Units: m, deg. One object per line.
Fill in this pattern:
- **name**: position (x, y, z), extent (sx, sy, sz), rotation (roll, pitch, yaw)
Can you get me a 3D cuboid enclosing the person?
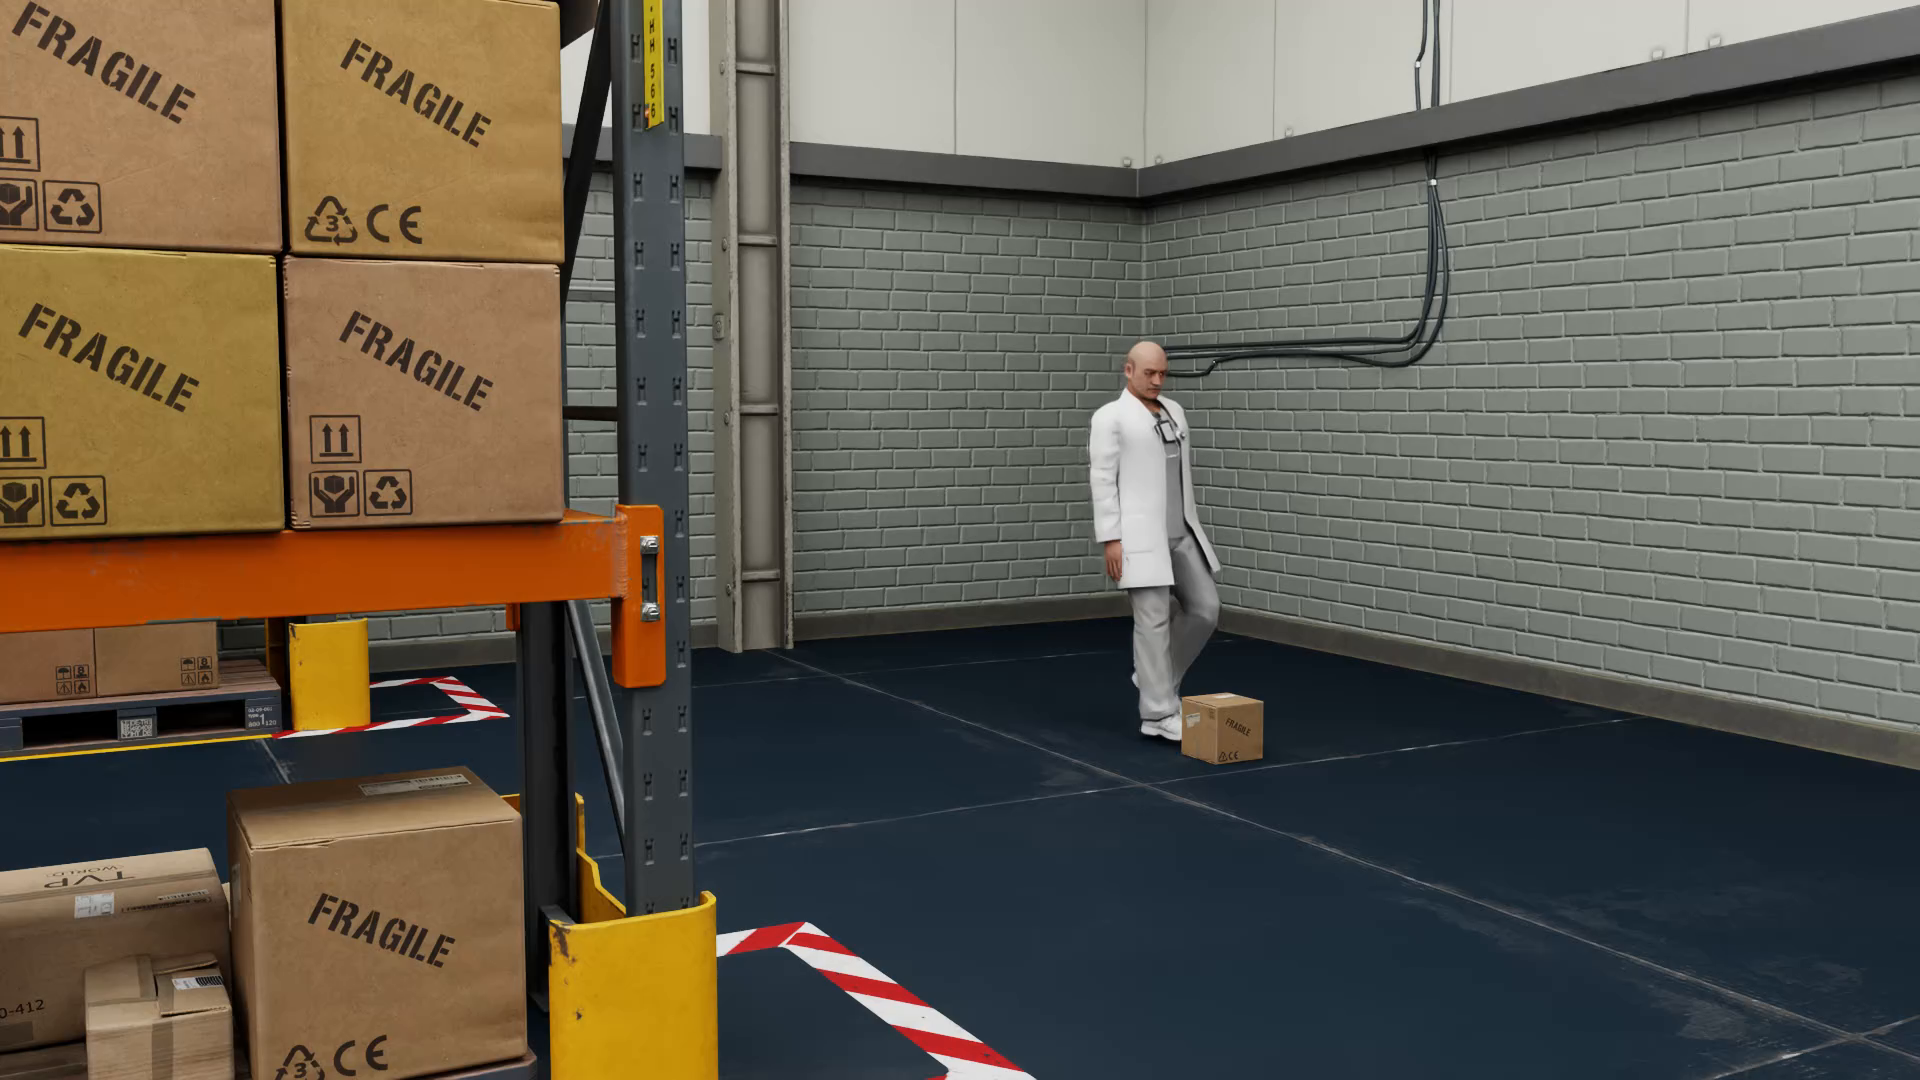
- **person**: position (0.909, -0.006, 7.501), extent (0.607, 1.774, 0.634), rotation (-4, 6, -37)
